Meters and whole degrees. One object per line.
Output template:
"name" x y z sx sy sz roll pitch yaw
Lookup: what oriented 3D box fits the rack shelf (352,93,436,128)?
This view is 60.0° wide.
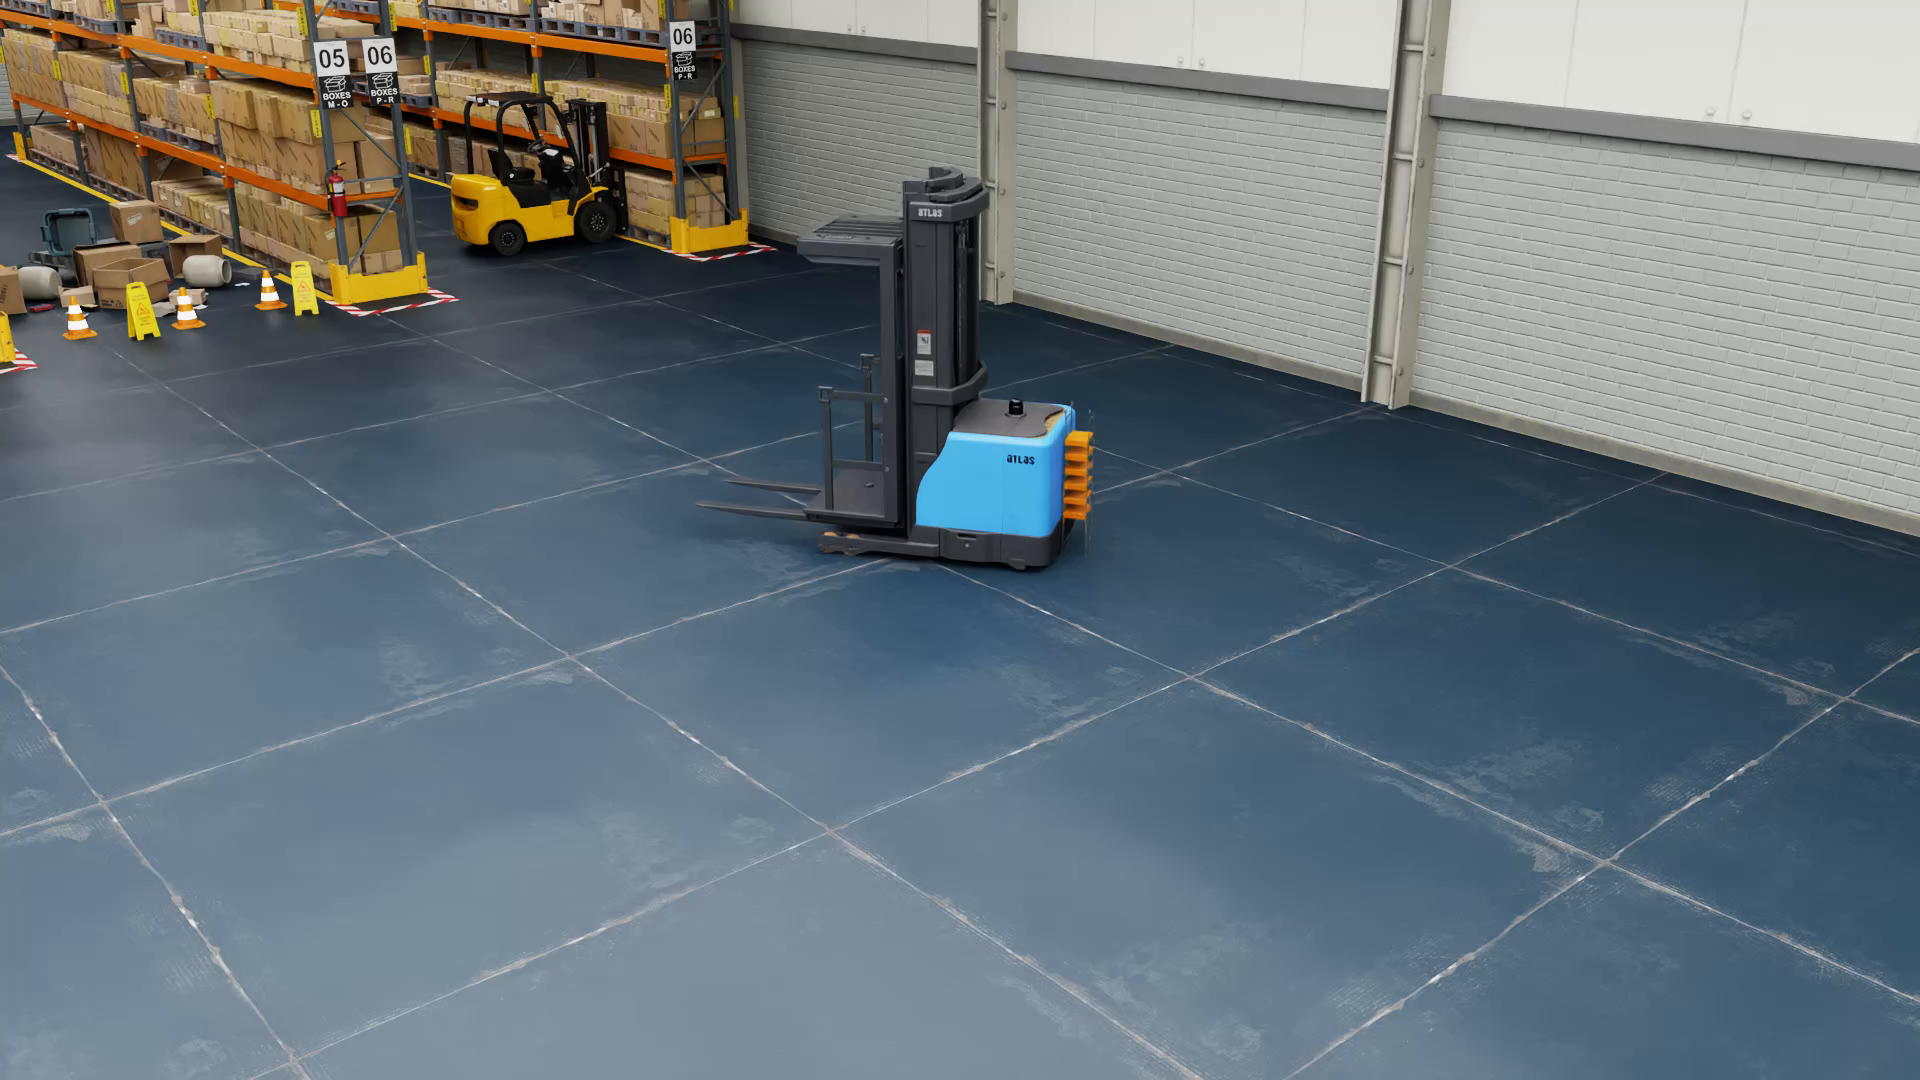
"rack shelf" -10.217 -8.147 31.159 1.077 0.370 4.000 -17 27 -37

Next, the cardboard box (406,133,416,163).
"cardboard box" -10.012 -7.312 30.891 0.500 0.500 0.500 -16 27 -35

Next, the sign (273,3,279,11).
"sign" -9.652 -7.411 23.469 0.100 0.325 0.005 -17 27 -37

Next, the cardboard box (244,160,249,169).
"cardboard box" -9.695 -5.238 23.089 0.380 0.149 0.250 -18 27 -38

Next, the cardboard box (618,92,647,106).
"cardboard box" -4.819 -6.514 24.568 0.380 0.149 0.250 -17 27 -36

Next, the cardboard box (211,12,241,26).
"cardboard box" -9.908 -7.063 22.543 0.380 0.149 0.250 -16 27 -36

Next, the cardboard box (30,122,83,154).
"cardboard box" -17.384 -7.801 32.226 0.875 0.438 0.875 -19 28 -39

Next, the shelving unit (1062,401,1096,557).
"shelving unit" 0.930 -0.473 13.045 0.189 1.200 0.258 6 22 15

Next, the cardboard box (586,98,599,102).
"cardboard box" -5.478 -6.662 25.353 0.380 0.149 0.250 -19 28 -39

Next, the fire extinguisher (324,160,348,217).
"fire extinguisher" -7.721 -4.359 20.607 0.296 0.674 0.183 -17 27 -37

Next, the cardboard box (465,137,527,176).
"cardboard box" -8.082 -6.665 29.069 0.875 0.625 0.625 -16 27 -36

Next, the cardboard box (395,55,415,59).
"cardboard box" -10.525 -8.730 30.947 0.700 0.500 0.500 -18 27 -38

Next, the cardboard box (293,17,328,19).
"cardboard box" -8.494 -6.762 21.775 0.380 0.149 0.250 -17 27 -36

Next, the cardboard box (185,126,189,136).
"cardboard box" -11.258 -6.082 24.668 0.380 0.149 0.250 -17 27 -37

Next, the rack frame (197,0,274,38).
"rack frame" -10.058 -8.435 22.681 1.000 3.000 0.127 -17 27 -37

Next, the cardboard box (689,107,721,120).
"cardboard box" -3.714 -6.223 24.234 0.380 0.149 0.250 -18 28 -39

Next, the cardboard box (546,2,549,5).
"cardboard box" -6.705 -8.628 26.917 0.380 0.149 0.250 -17 27 -37

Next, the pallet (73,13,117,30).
"pallet" -13.862 -8.529 27.294 1.003 0.211 1.213 -16 26 -35

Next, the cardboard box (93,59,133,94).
"cardboard box" -13.865 -7.618 27.314 0.500 0.500 0.500 -17 27 -37

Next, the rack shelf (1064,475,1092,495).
"rack shelf" 0.930 -0.431 13.062 0.180 0.103 0.258 6 22 15

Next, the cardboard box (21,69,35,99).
"cardboard box" -17.126 -8.525 30.999 0.500 0.500 0.500 -18 27 -38

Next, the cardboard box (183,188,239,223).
"cardboard box" -11.329 -5.148 25.541 0.950 0.372 0.625 -16 27 -36

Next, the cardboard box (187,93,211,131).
"cardboard box" -10.858 -6.232 24.162 0.500 0.500 0.500 -17 27 -37

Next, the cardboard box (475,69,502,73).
"cardboard box" -8.290 -8.191 29.257 0.380 0.149 0.250 -17 27 -36

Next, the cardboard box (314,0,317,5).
"cardboard box" -12.464 -10.557 32.556 0.380 0.149 0.250 -18 27 -38

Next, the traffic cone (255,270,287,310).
"traffic cone" -8.705 -3.167 20.936 0.336 0.463 0.334 -17 27 -37

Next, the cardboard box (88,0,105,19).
"cardboard box" -13.459 -8.614 26.538 0.700 0.500 0.500 -19 28 -40

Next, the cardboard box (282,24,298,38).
"cardboard box" -8.211 -6.357 20.741 0.380 0.149 0.250 -18 28 -38

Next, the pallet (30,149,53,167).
"pallet" -17.310 -7.457 32.232 1.003 0.211 1.213 -17 27 -37

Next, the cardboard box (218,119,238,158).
"cardboard box" -9.982 -5.639 23.223 0.500 0.500 0.500 -18 27 -38

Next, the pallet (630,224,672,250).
"pallet" -4.220 -4.622 24.996 1.003 0.211 1.213 -17 27 -37

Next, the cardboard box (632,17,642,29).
"cardboard box" -4.460 -7.398 23.777 0.380 0.149 0.250 -18 28 -39

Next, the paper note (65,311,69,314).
"paper note" -11.106 -2.833 20.703 0.032 0.001 0.123 -4 22 -10

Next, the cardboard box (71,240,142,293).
"cardboard box" -11.128 -3.577 21.739 0.797 0.637 0.503 -17 27 -37

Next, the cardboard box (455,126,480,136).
"cardboard box" -9.015 -7.482 30.435 0.380 0.149 0.250 -16 26 -35

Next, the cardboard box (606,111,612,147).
"cardboard box" -5.212 -6.263 25.224 0.500 0.500 0.500 -17 27 -37

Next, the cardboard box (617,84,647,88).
"cardboard box" -5.051 -6.934 25.640 0.380 0.149 0.250 -18 28 -38

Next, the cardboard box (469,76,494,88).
"cardboard box" -8.076 -7.766 28.172 0.380 0.149 0.250 -17 27 -36

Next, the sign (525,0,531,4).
"sign" -6.705 -8.477 25.760 0.100 0.325 0.005 -17 27 -37

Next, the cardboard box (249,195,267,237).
"cardboard box" -9.519 -4.534 23.113 0.500 0.500 0.500 -16 27 -35

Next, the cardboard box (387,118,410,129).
"cardboard box" -10.590 -7.860 31.402 0.380 0.149 0.250 -16 27 -36

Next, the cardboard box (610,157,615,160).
"cardboard box" -5.490 -5.979 26.460 0.500 0.250 0.500 -18 28 -38

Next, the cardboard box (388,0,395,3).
"cardboard box" -10.085 -9.617 30.018 0.500 0.250 0.500 -17 27 -37

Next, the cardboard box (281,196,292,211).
"cardboard box" -8.790 -4.491 22.115 0.380 0.149 0.250 -16 27 -35

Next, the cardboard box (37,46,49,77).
"cardboard box" -16.122 -8.571 29.746 0.500 0.500 0.500 -18 28 -38

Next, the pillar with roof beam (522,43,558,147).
"pillar with roof beam" -10.639 -9.553 25.534 9.100 9.000 0.400 -17 27 -37

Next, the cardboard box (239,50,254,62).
"cardboard box" -9.265 -6.400 21.943 0.380 0.149 0.250 -18 28 -38

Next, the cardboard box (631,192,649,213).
"cardboard box" -4.563 -5.069 24.821 0.500 0.250 0.500 -18 28 -38

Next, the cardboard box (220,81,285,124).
"cardboard box" -9.618 -5.973 22.705 0.700 0.500 0.500 -17 27 -37

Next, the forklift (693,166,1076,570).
"forklift" -0.639 -1.419 13.087 3.031 2.935 1.130 6 22 15

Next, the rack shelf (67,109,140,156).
"rack shelf" -13.974 -6.965 28.139 1.077 0.370 4.000 -17 27 -37

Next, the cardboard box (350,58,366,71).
"cardboard box" -7.418 -5.985 20.884 0.380 0.149 0.250 -17 27 -37

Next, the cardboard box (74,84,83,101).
"cardboard box" -14.845 -7.689 28.522 0.500 0.250 0.500 -17 27 -37

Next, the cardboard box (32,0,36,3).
"cardboard box" -16.112 -9.547 29.265 0.380 0.149 0.250 -17 27 -36

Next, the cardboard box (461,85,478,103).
"cardboard box" -8.153 -7.624 28.357 0.500 0.250 0.500 -18 28 -39

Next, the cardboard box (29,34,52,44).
"cardboard box" -16.681 -9.108 30.228 0.380 0.149 0.250 -17 27 -37

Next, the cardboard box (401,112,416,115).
"cardboard box" -10.723 -8.199 32.266 0.380 0.149 0.250 -17 27 -37
